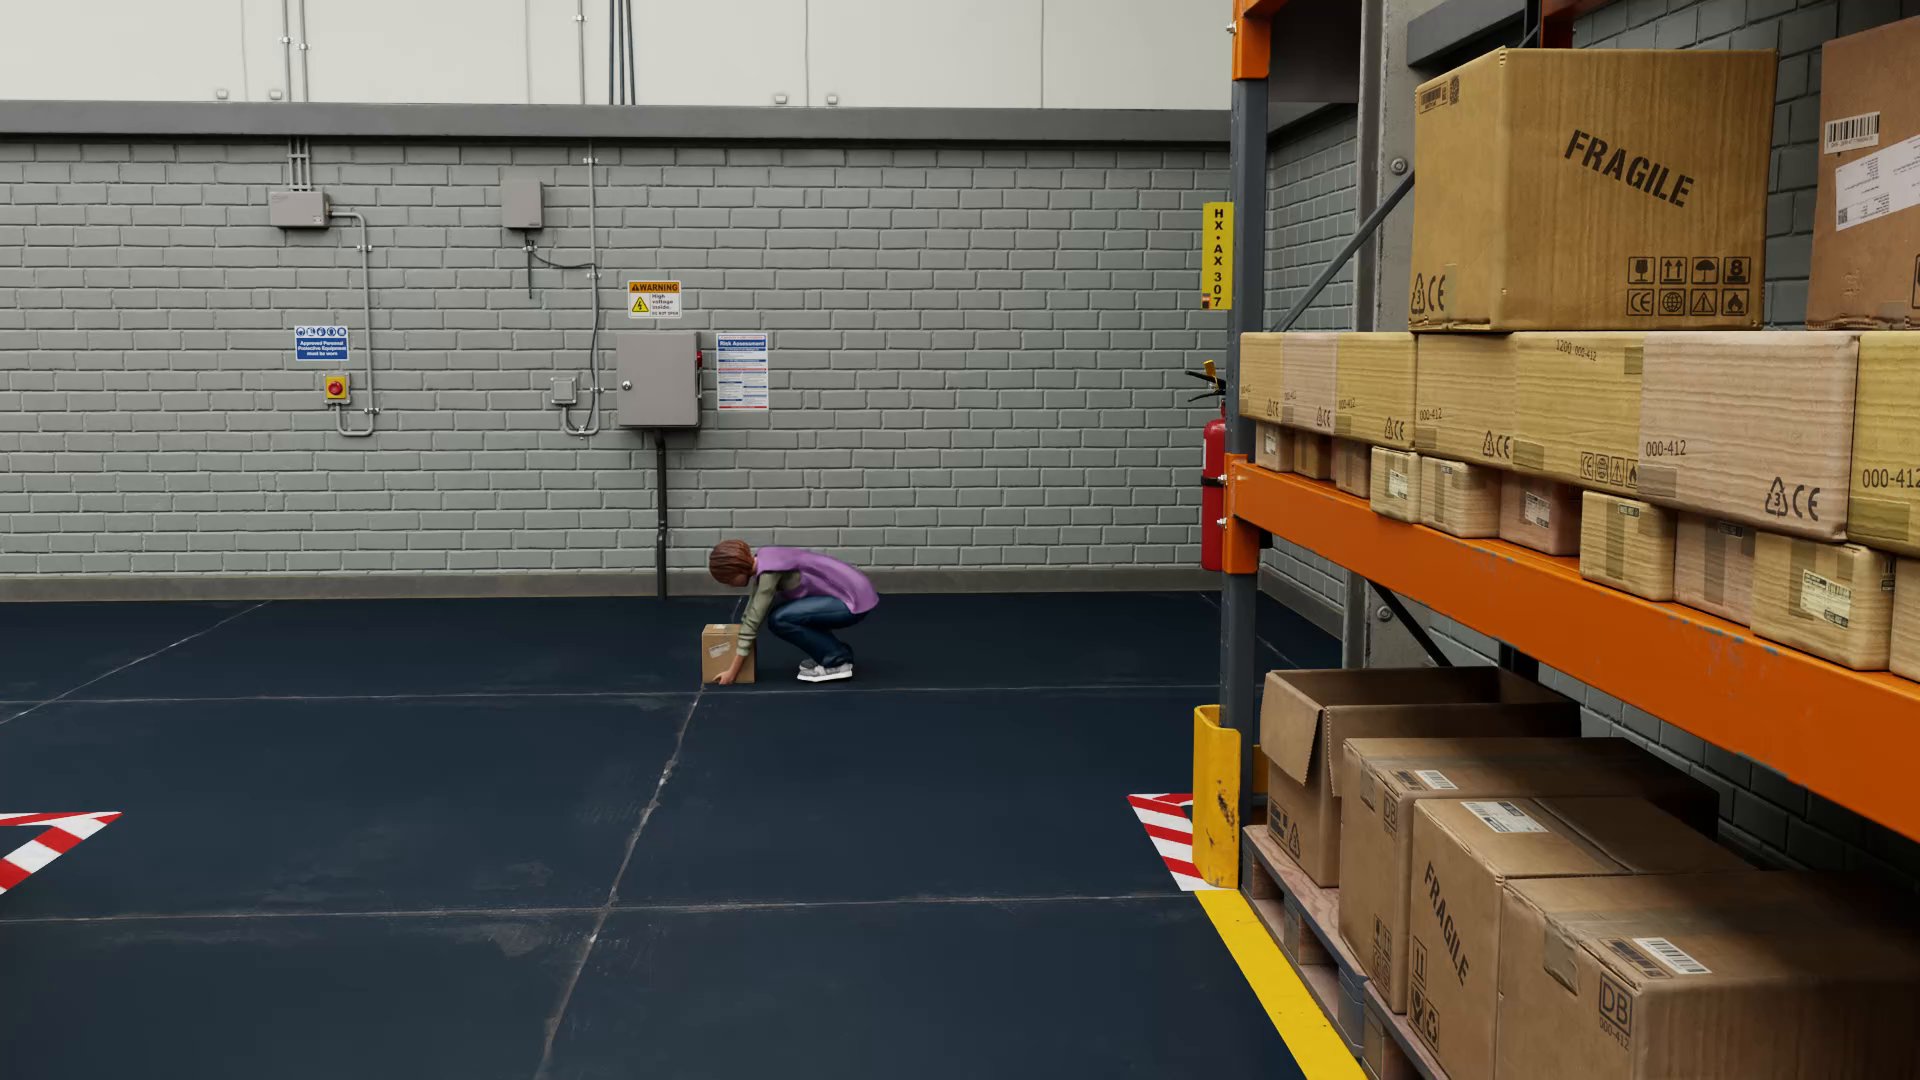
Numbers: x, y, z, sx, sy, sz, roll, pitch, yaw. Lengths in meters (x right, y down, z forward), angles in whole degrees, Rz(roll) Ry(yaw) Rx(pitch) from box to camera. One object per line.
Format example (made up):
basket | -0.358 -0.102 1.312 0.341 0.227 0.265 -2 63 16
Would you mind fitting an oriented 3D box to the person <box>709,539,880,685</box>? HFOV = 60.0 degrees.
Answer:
person | -0.815 0.372 8.235 0.835 0.767 0.432 -1 7 -4
